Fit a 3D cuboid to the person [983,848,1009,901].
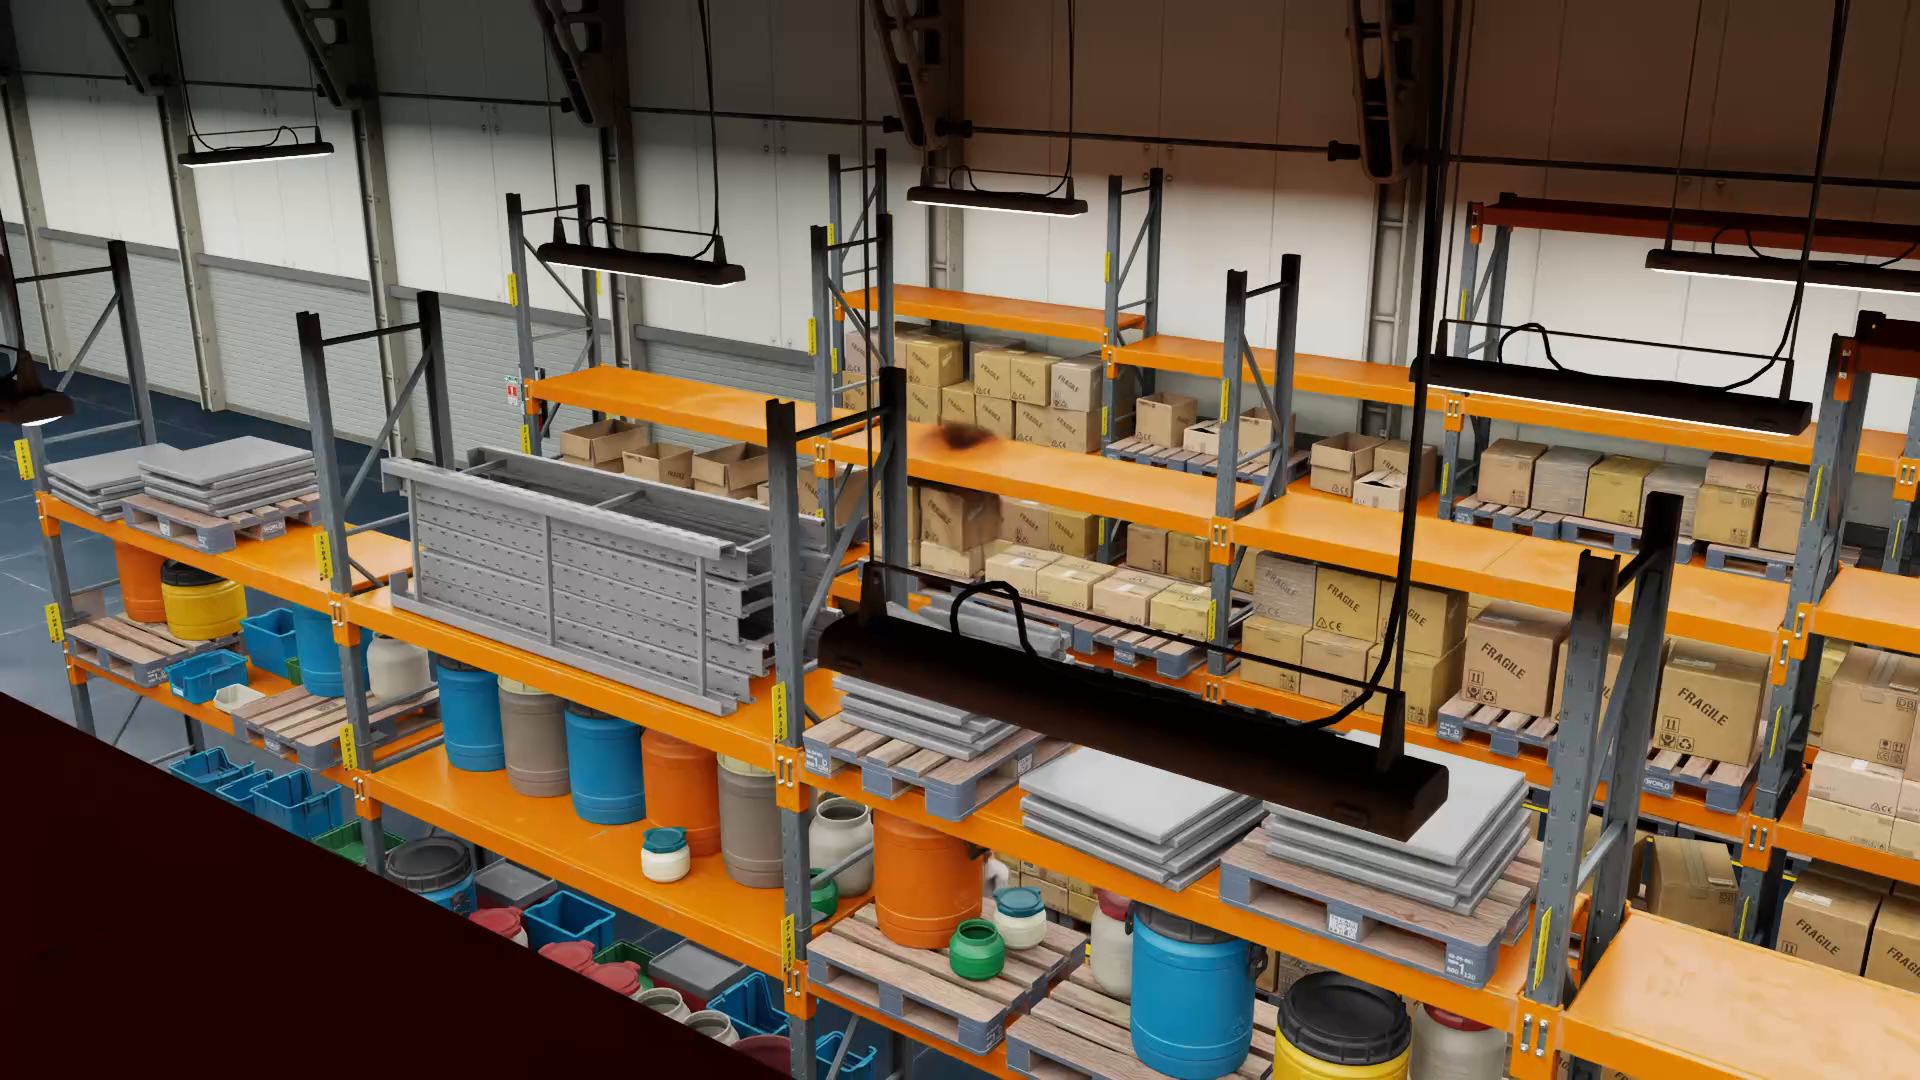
[{"bbox_3d":[0.229,3.036,13.384,0.452,1.681,0.380,16,24,39],"label":"person"}]
